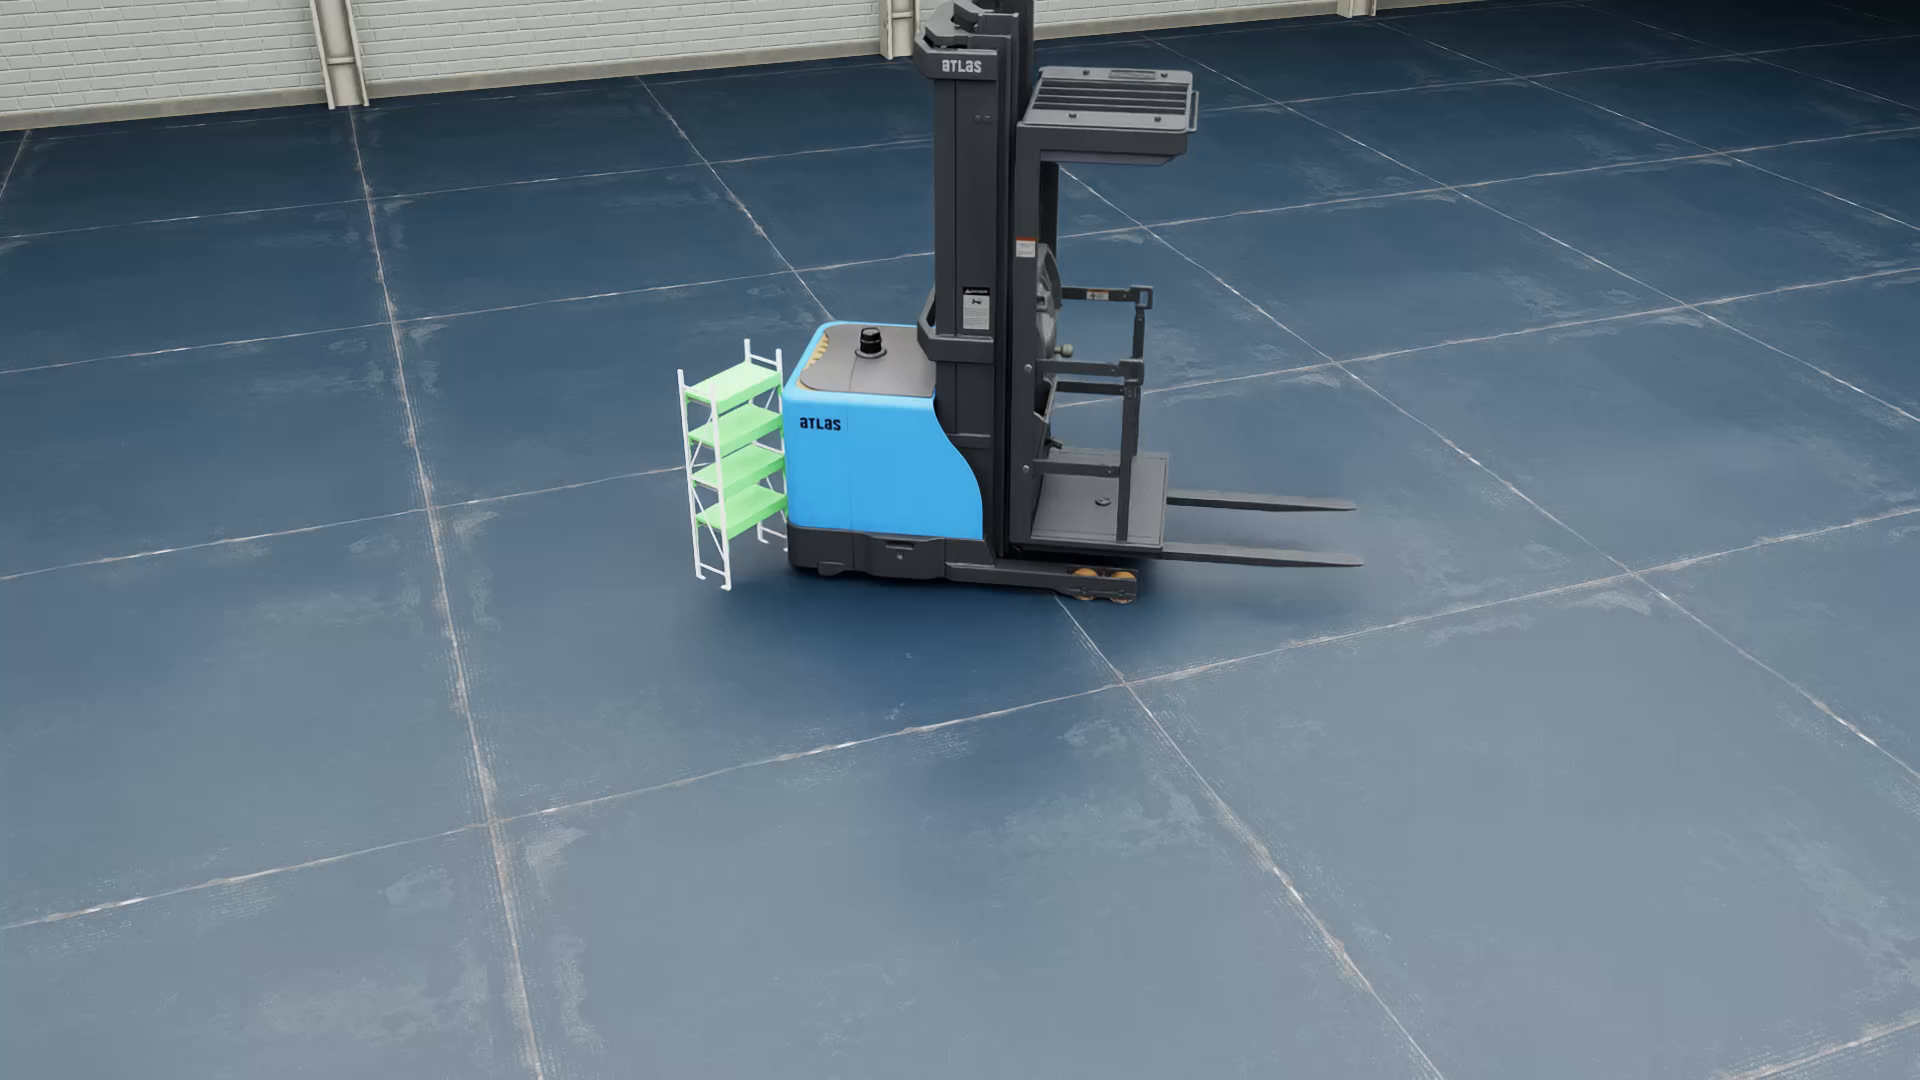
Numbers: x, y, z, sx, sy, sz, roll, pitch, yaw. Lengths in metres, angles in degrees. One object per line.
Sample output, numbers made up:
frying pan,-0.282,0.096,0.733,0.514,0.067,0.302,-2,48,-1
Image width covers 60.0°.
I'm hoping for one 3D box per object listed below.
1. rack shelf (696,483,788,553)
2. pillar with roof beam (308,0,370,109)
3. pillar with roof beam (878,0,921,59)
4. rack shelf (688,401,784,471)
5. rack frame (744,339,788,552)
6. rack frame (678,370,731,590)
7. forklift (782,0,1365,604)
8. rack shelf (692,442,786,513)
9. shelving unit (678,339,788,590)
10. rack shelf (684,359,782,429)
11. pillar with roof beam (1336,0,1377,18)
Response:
rack shelf,-1.166,-0.127,8.875,0.258,0.148,0.480,20,35,31
pillar with roof beam,-4.805,-6.413,11.416,0.400,9.000,9.100,-10,31,-18
pillar with roof beam,0.819,-7.449,13.234,0.400,9.000,9.100,-10,31,-18
rack shelf,-1.166,-0.544,8.638,0.258,0.148,0.480,20,35,31
rack frame,-1.021,-0.489,8.895,0.240,1.200,0.015,20,35,31
rack frame,-1.311,-0.294,8.554,0.240,1.200,0.015,20,35,31
forklift,0.637,-1.224,8.437,3.031,2.935,1.130,4,30,7
rack shelf,-1.166,-0.336,8.756,0.258,0.148,0.480,20,35,31
shelving unit,-1.166,-0.391,8.725,0.258,1.200,0.503,20,35,31
rack shelf,-1.166,-0.753,8.519,0.258,0.148,0.480,20,35,31
pillar with roof beam,6.442,-8.485,15.052,0.400,9.000,9.100,-10,31,-18
